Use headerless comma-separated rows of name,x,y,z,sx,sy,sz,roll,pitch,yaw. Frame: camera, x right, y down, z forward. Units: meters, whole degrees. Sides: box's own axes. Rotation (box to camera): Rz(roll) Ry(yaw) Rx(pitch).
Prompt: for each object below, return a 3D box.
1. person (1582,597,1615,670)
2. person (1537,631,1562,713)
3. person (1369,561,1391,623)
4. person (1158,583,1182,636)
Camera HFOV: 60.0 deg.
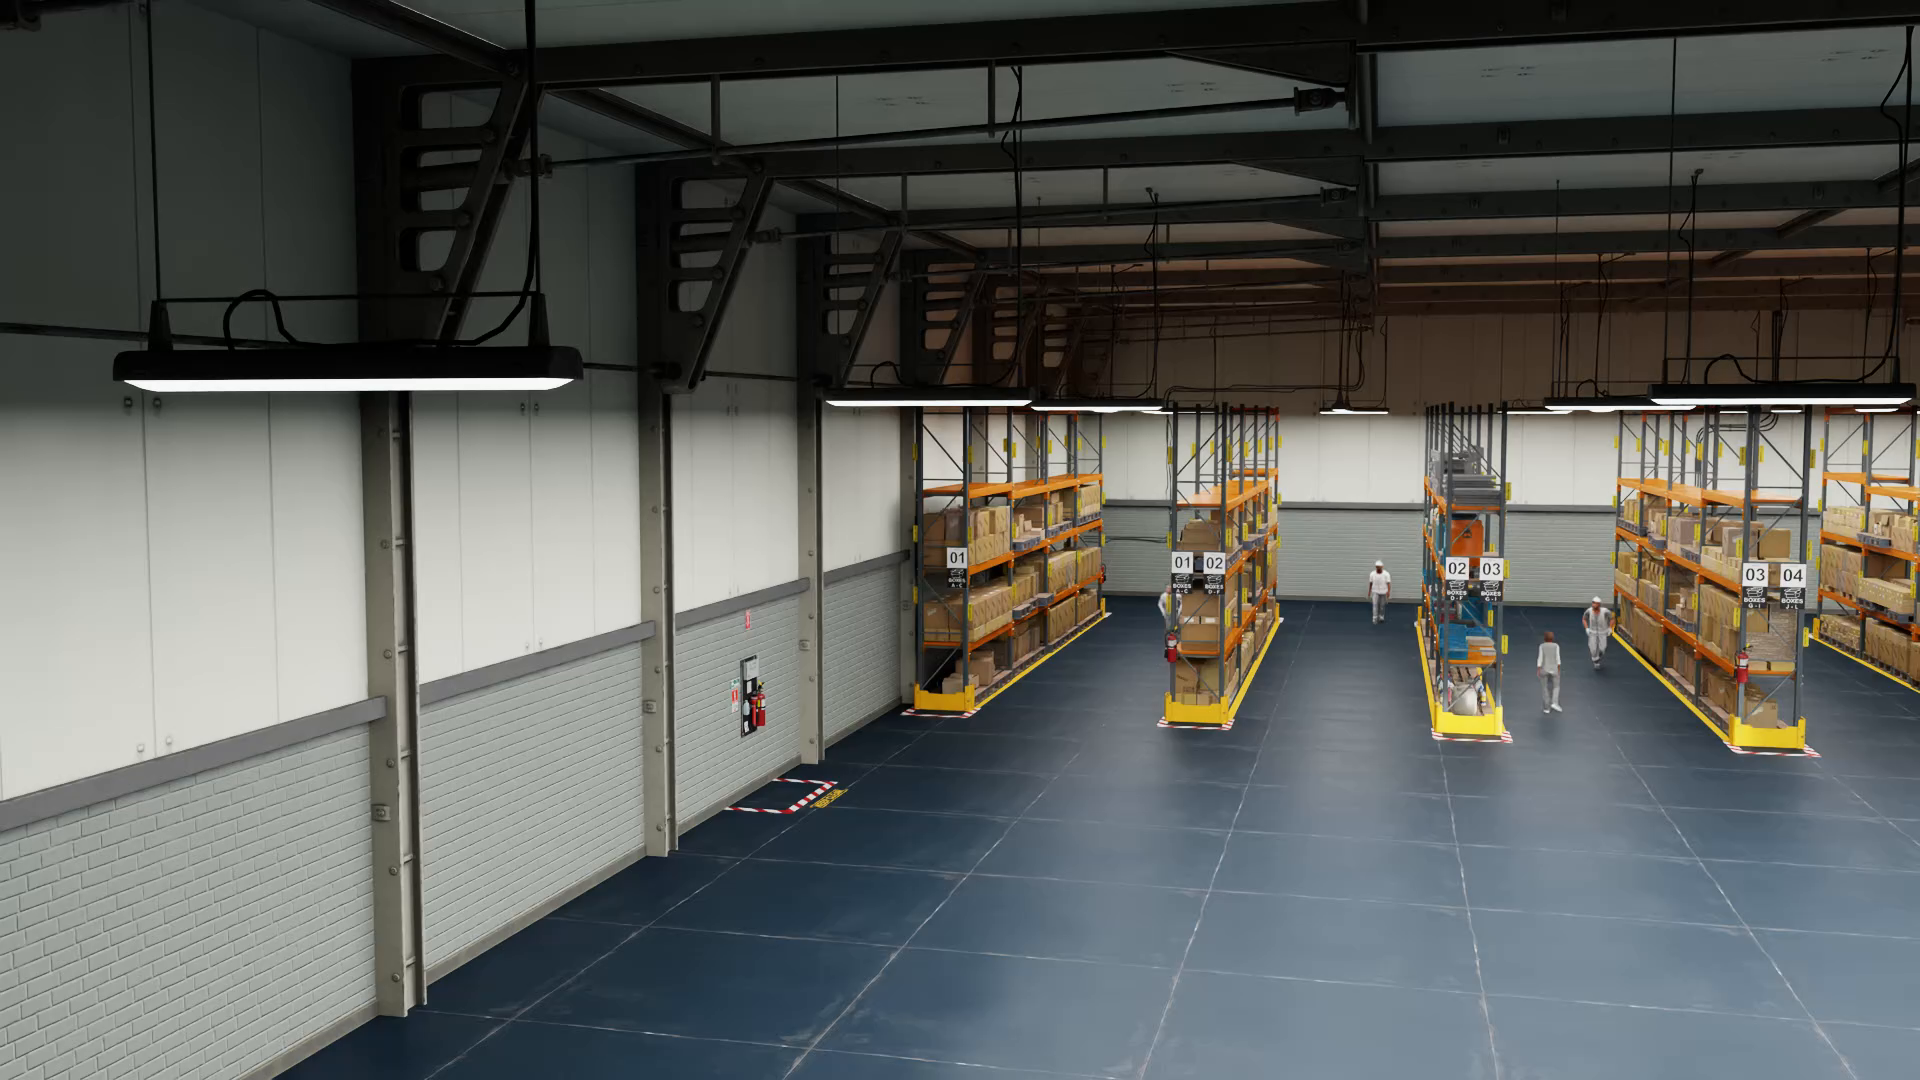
person,14.446,2.109,37.619,0.696,1.685,0.638,2,5,22
person,11.393,2.558,32.134,0.462,1.596,0.480,1,4,13
person,11.650,1.443,46.196,0.609,1.708,1.085,1,4,17
person,5.314,1.851,41.692,0.645,1.597,0.697,2,5,26
